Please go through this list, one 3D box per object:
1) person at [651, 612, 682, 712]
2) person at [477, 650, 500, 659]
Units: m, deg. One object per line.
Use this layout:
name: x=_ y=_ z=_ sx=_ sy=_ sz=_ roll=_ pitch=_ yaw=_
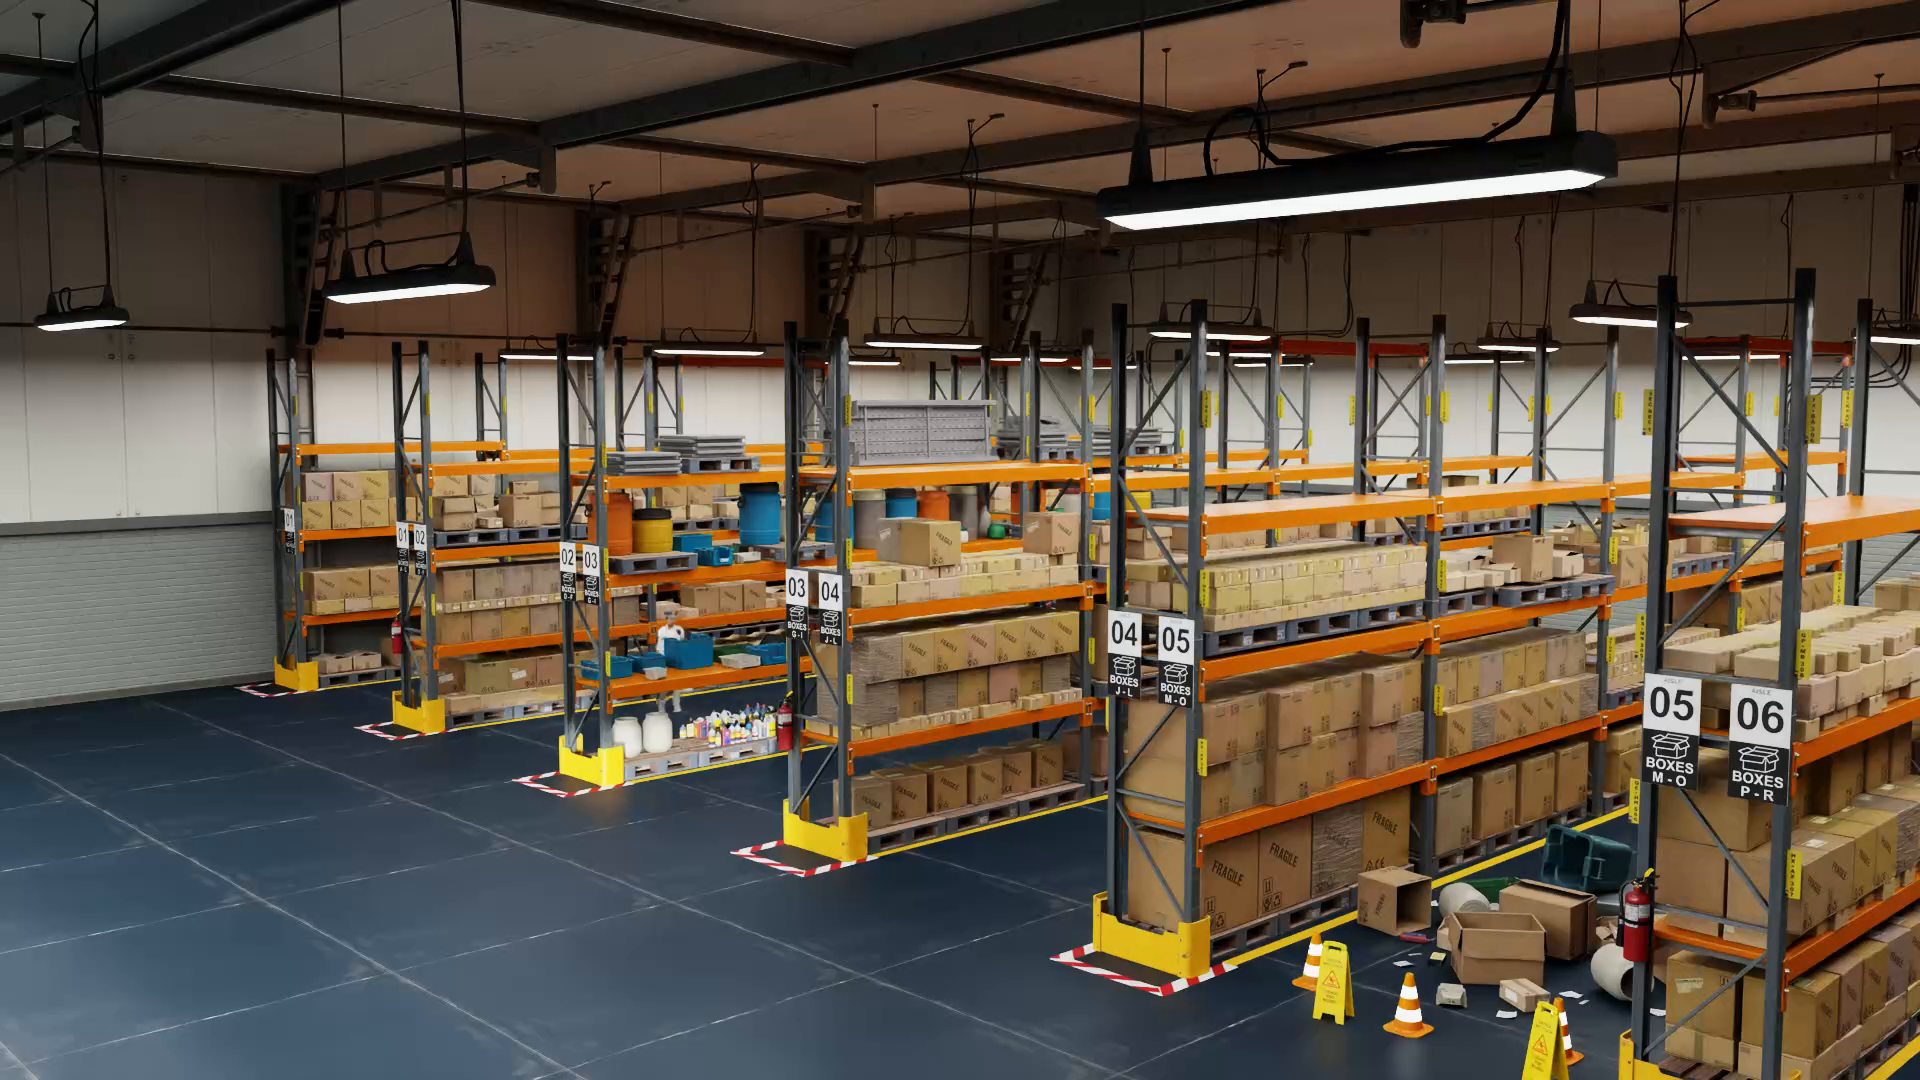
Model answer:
person: x=-4.780 y=2.023 z=27.209 sx=0.518 sy=1.712 sz=0.486 roll=-2 pitch=5 yaw=-18
person: x=-8.114 y=1.872 z=28.571 sx=0.606 sy=1.836 sz=0.656 roll=-1 pitch=5 yaw=-6
